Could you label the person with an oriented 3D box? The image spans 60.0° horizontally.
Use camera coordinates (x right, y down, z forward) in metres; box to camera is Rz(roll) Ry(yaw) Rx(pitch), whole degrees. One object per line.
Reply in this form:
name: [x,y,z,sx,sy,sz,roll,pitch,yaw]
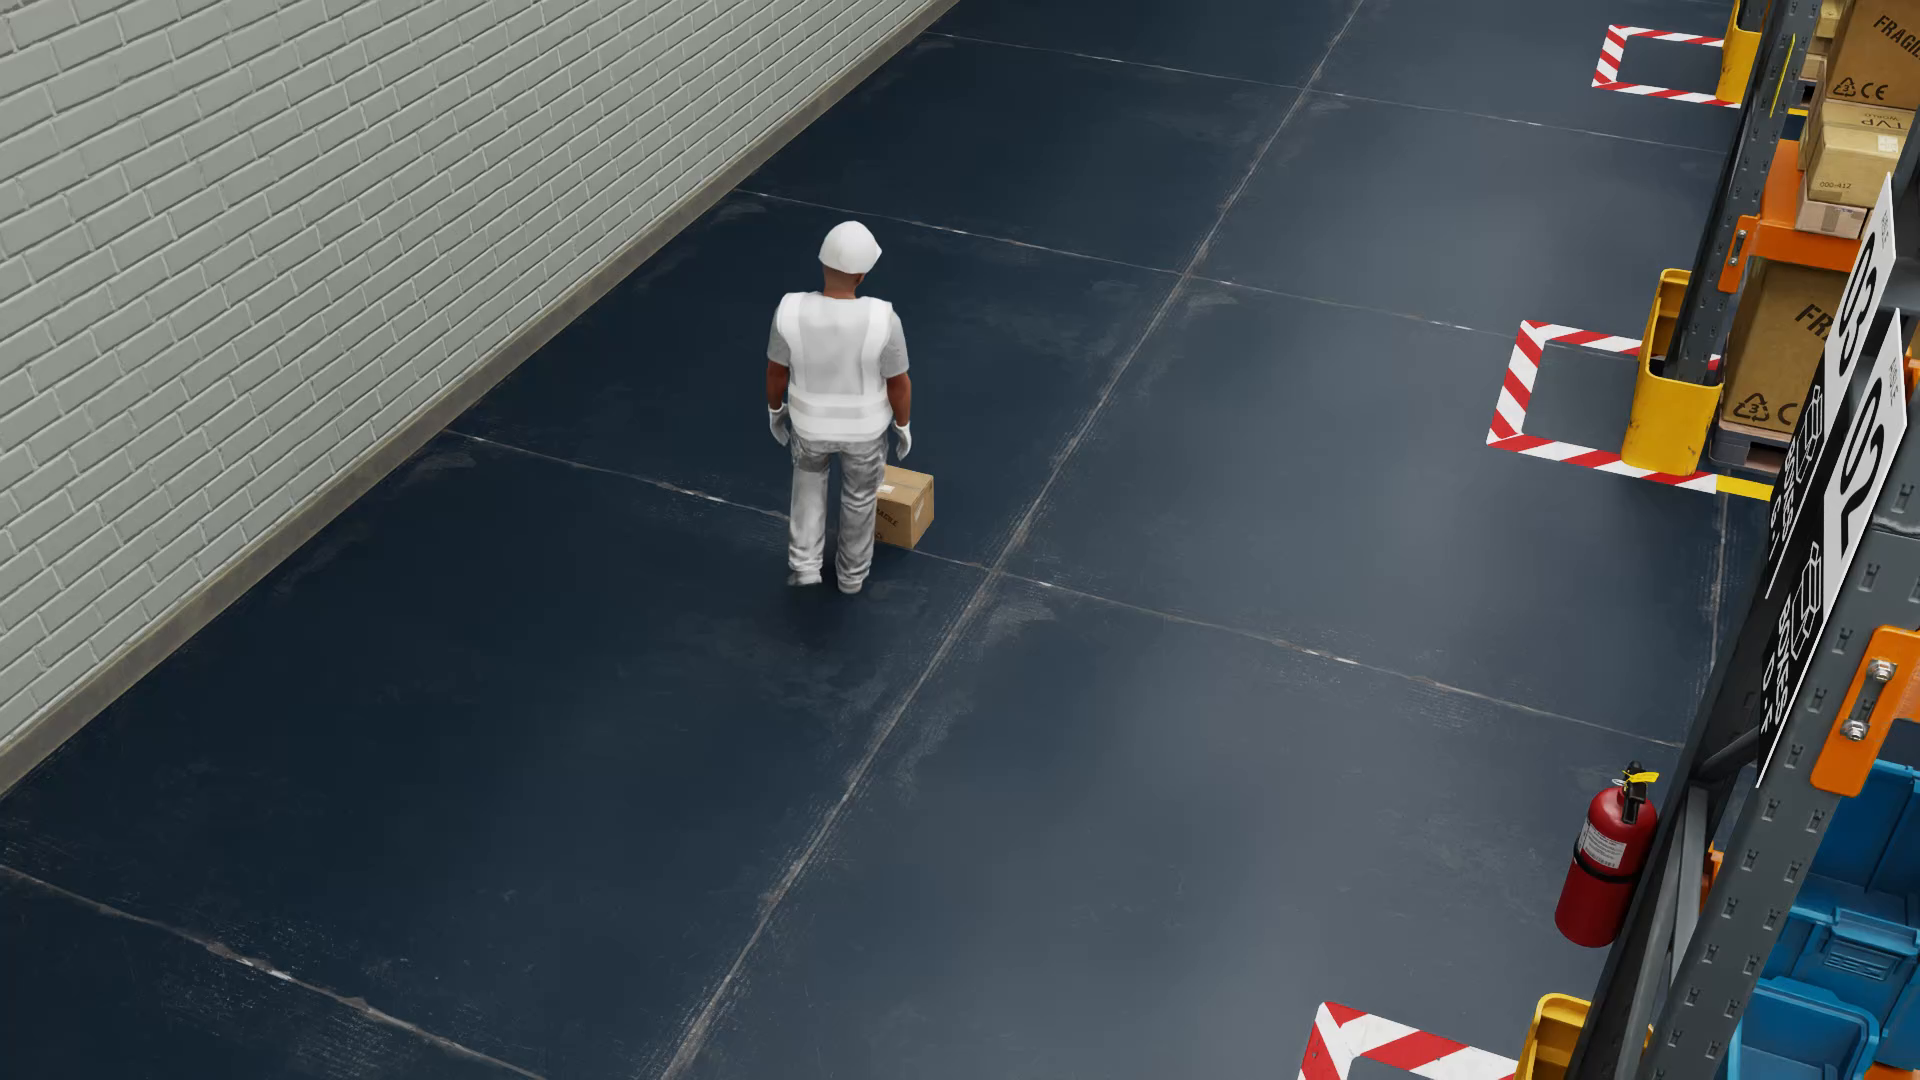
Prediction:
person: [-0.483,-0.511,6.801,0.595,1.783,0.460,2,37,3]
